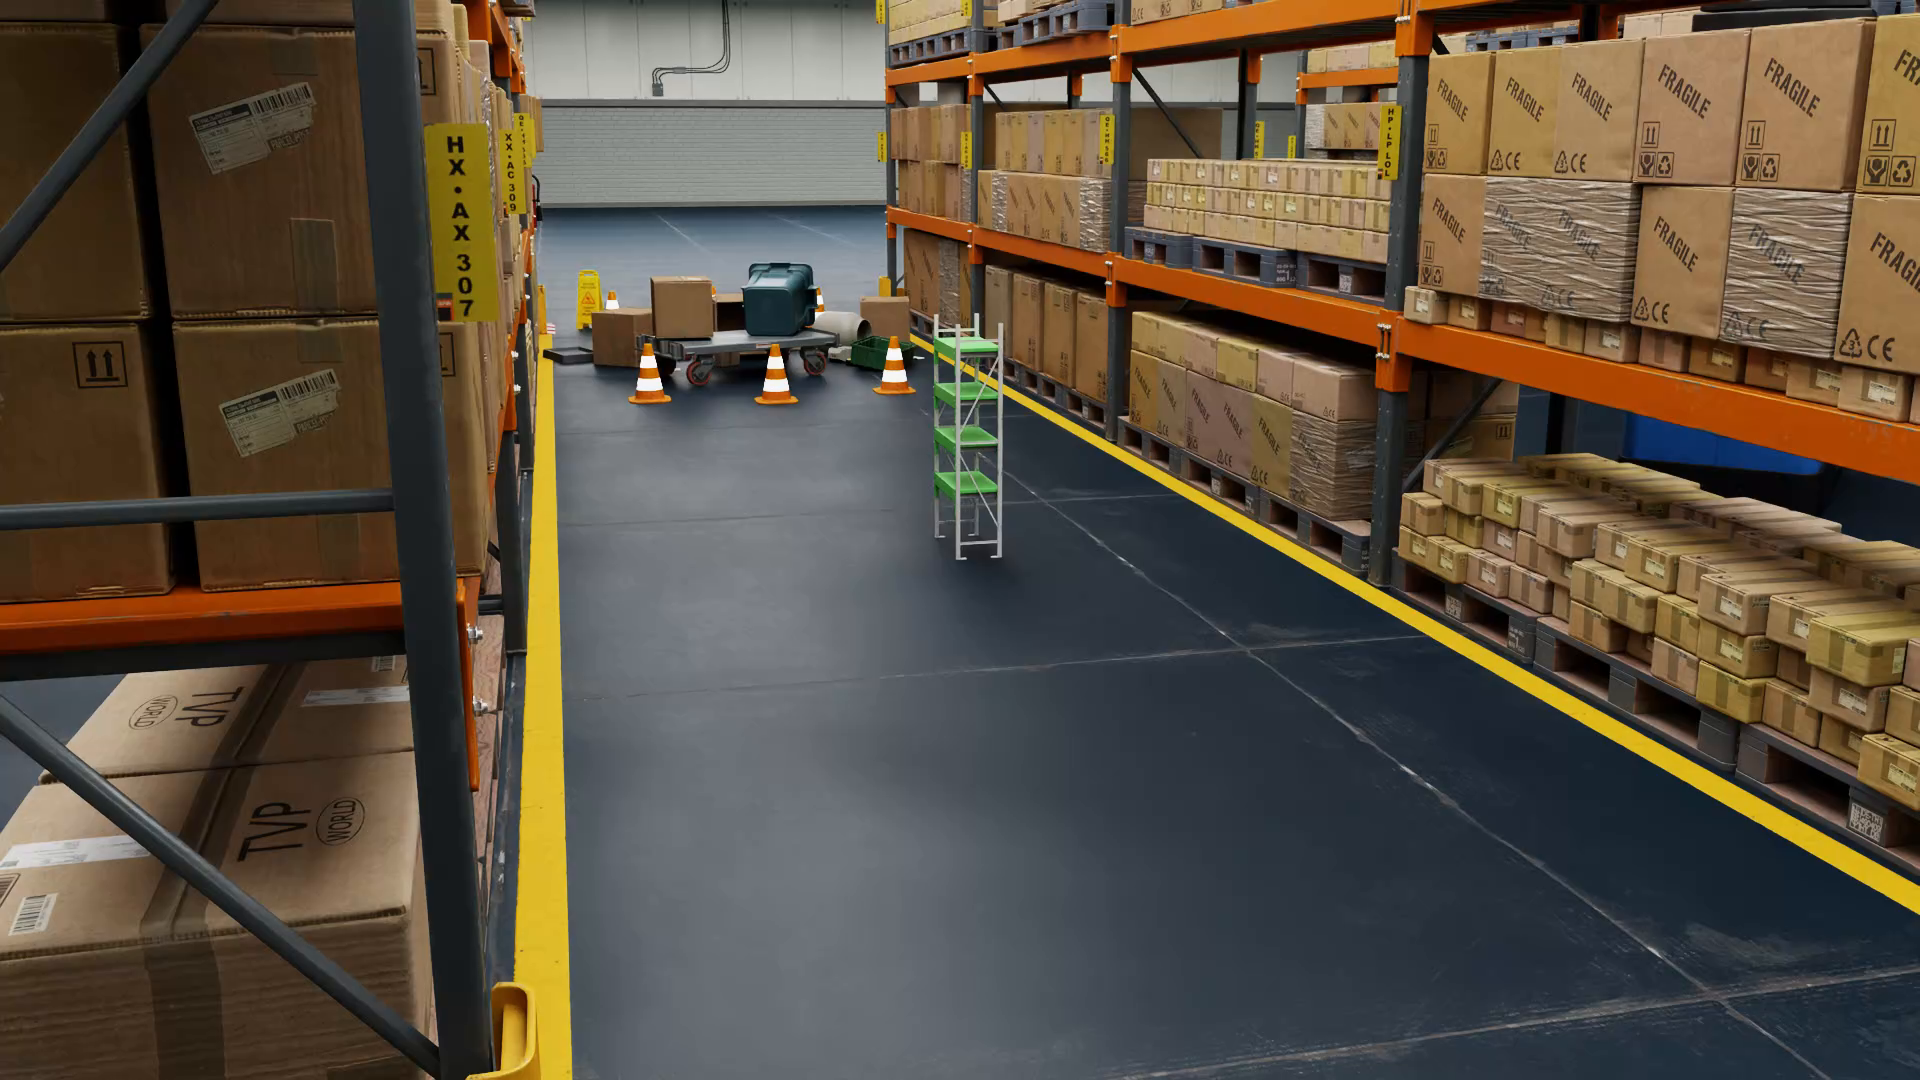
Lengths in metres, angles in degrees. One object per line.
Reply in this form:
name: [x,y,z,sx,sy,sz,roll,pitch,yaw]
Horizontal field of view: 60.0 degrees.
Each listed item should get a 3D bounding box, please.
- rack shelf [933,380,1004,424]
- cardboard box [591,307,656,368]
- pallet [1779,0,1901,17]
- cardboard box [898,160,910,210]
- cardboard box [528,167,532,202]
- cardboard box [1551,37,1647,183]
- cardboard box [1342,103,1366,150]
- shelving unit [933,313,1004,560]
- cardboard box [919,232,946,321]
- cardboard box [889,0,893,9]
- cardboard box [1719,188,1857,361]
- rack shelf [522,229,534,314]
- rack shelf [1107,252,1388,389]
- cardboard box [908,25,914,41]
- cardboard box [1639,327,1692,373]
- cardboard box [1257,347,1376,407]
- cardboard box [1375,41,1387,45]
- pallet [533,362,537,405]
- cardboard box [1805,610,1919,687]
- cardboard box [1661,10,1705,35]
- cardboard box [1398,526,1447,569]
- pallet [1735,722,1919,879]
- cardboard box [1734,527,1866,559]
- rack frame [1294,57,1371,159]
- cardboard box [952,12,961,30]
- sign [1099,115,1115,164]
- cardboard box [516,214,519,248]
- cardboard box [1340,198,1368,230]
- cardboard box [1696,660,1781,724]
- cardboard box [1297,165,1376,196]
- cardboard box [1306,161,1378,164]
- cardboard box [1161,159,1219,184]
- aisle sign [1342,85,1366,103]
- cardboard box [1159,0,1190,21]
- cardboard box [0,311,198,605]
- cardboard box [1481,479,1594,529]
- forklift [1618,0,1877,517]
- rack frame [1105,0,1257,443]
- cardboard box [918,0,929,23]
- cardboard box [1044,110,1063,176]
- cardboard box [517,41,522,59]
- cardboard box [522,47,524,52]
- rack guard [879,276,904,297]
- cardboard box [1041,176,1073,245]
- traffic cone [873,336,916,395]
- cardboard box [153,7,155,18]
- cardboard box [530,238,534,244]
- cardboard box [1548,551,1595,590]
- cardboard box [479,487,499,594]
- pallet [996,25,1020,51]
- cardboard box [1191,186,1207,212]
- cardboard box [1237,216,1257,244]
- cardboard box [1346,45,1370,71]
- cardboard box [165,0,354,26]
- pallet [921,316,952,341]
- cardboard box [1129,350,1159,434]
rack shelf: [0.039,-0.716,8.587,0.258,0.148,0.480,-3,14,-13]
cardboard box: [-3.120,-1.918,15.720,0.500,0.500,0.500,7,15,26]
pallet: [6.584,-3.658,11.655,1.213,0.211,1.003,-3,14,-11]
cardboard box: [-0.211,-4.020,18.745,0.875,0.550,0.550,-3,14,-13]
cardboard box: [-4.508,-3.583,16.434,0.500,0.500,0.500,-3,14,-13]
cardboard box: [2.570,-1.586,6.155,0.500,0.500,0.500,-3,14,-12]
cardboard box: [4.596,-4.589,18.446,0.500,0.500,0.500,-3,14,-13]
shelving unit: [0.039,-0.545,8.628,0.258,1.200,0.503,-3,14,-13]
cardboard box: [0.090,-2.846,17.849,0.875,0.875,0.875,-4,14,-14]
cardboard box: [-0.573,-5.910,18.233,0.380,0.149,0.250,-3,14,-13]
cardboard box: [2.815,-0.857,5.277,0.500,0.500,0.500,-3,14,-13]
rack shelf: [-3.721,-1.997,12.298,1.077,0.370,4.000,-3,14,-13]
rack shelf: [2.006,-1.374,9.746,1.077,0.370,4.000,-3,14,-13]
cardboard box: [-0.336,-5.288,17.365,0.380,0.149,0.250,-3,14,-13]
cardboard box: [2.689,-0.696,5.984,0.380,0.149,0.250,-3,14,-11]
cardboard box: [1.947,-0.893,9.064,0.500,0.250,0.500,-3,14,-11]
cardboard box: [4.719,-5.428,17.980,0.380,0.149,0.250,-3,14,-14]
pallet: [-4.007,-1.274,13.697,1.003,0.211,1.213,-3,14,-13]
cardboard box: [2.857,0.331,5.121,0.380,0.149,0.250,-4,14,-14]
cardboard box: [5.902,-4.032,13.105,0.500,0.250,0.500,-3,14,-13]
cardboard box: [2.249,0.021,7.643,0.380,0.149,0.250,-4,14,-16]
pallet: [3.241,0.809,5.173,1.003,0.211,1.213,-3,14,-13]
cardboard box: [3.142,0.058,6.239,0.380,0.149,0.250,-3,14,-13]
rack frame: [4.503,-4.283,20.139,1.000,3.000,0.127,-3,14,-13]
cardboard box: [0.141,-4.819,15.447,0.380,0.149,0.250,-3,14,-12]
sign: [0.998,-2.715,11.282,0.100,0.325,0.005,-3,14,-13]
cardboard box: [-2.504,-1.603,8.431,0.500,0.250,0.500,-4,14,-15]
cardboard box: [2.127,-1.630,8.296,0.380,0.149,0.250,-3,14,-13]
cardboard box: [2.760,0.501,5.678,0.380,0.149,0.250,-4,14,-16]
cardboard box: [2.007,-1.897,8.761,0.380,0.149,0.250,-3,14,-13]
cardboard box: [2.333,-2.232,10.135,0.380,0.149,0.250,-3,14,-13]
cardboard box: [1.522,-2.376,10.724,0.380,0.149,0.250,-4,14,-15]
aisle sign: [4.780,-5.577,19.957,0.394,0.787,0.004,-3,14,-13]
cardboard box: [1.536,-3.429,10.110,0.500,0.500,0.500,-3,14,-13]
cardboard box: [-1.743,-0.185,3.153,0.500,0.500,0.500,-3,14,-13]
cardboard box: [2.470,-0.156,7.116,0.380,0.149,0.250,-3,14,-14]
forklift: [4.997,-1.840,10.281,1.130,2.935,3.031,8,16,30]
rack frame: [1.536,-2.185,11.549,1.000,3.000,0.127,-3,14,-13]
cardboard box: [-0.122,-5.337,16.724,0.500,0.250,0.500,-3,14,-13]
cardboard box: [1.078,-3.176,13.288,0.700,0.500,0.500,-3,14,-14]
cardboard box: [-4.243,-4.531,15.362,0.380,0.149,0.250,-4,14,-14]
cardboard box: [-4.748,-5.157,17.083,0.500,0.250,0.500,-3,14,-14]
rack guard: [-0.348,-2.821,19.422,1.175,0.500,0.348,-3,14,-13]
cardboard box: [0.936,-2.553,12.844,0.500,0.500,0.500,-4,14,-14]
traffic cone: [-0.556,-1.482,14.016,0.336,0.463,0.334,-3,14,-13]
cardboard box: [-1.896,-1.133,3.562,0.380,0.149,0.250,-3,14,-12]
cardboard box: [-4.421,-2.908,16.473,0.380,0.149,0.250,-3,14,-11]
cardboard box: [2.591,0.111,6.649,0.380,0.149,0.250,-3,14,-11]
cardboard box: [-2.535,-0.273,7.316,0.875,0.875,0.875,-3,14,-11]
pallet: [0.860,-4.263,14.138,0.805,0.209,1.217,-4,14,-15]
cardboard box: [1.646,-2.106,10.246,0.380,0.149,0.250,-3,14,-13]
cardboard box: [1.818,-1.786,9.563,0.380,0.149,0.250,-4,14,-15]
cardboard box: [4.604,-5.309,18.333,0.500,0.250,0.500,-3,14,-13]
cardboard box: [-1.187,-0.987,2.961,0.380,0.149,0.250,-3,14,-12]
pallet: [0.204,-2.215,17.547,1.003,0.211,1.213,-3,14,-13]
cardboard box: [1.455,-0.997,11.069,0.500,0.500,0.500,-4,14,-16]
